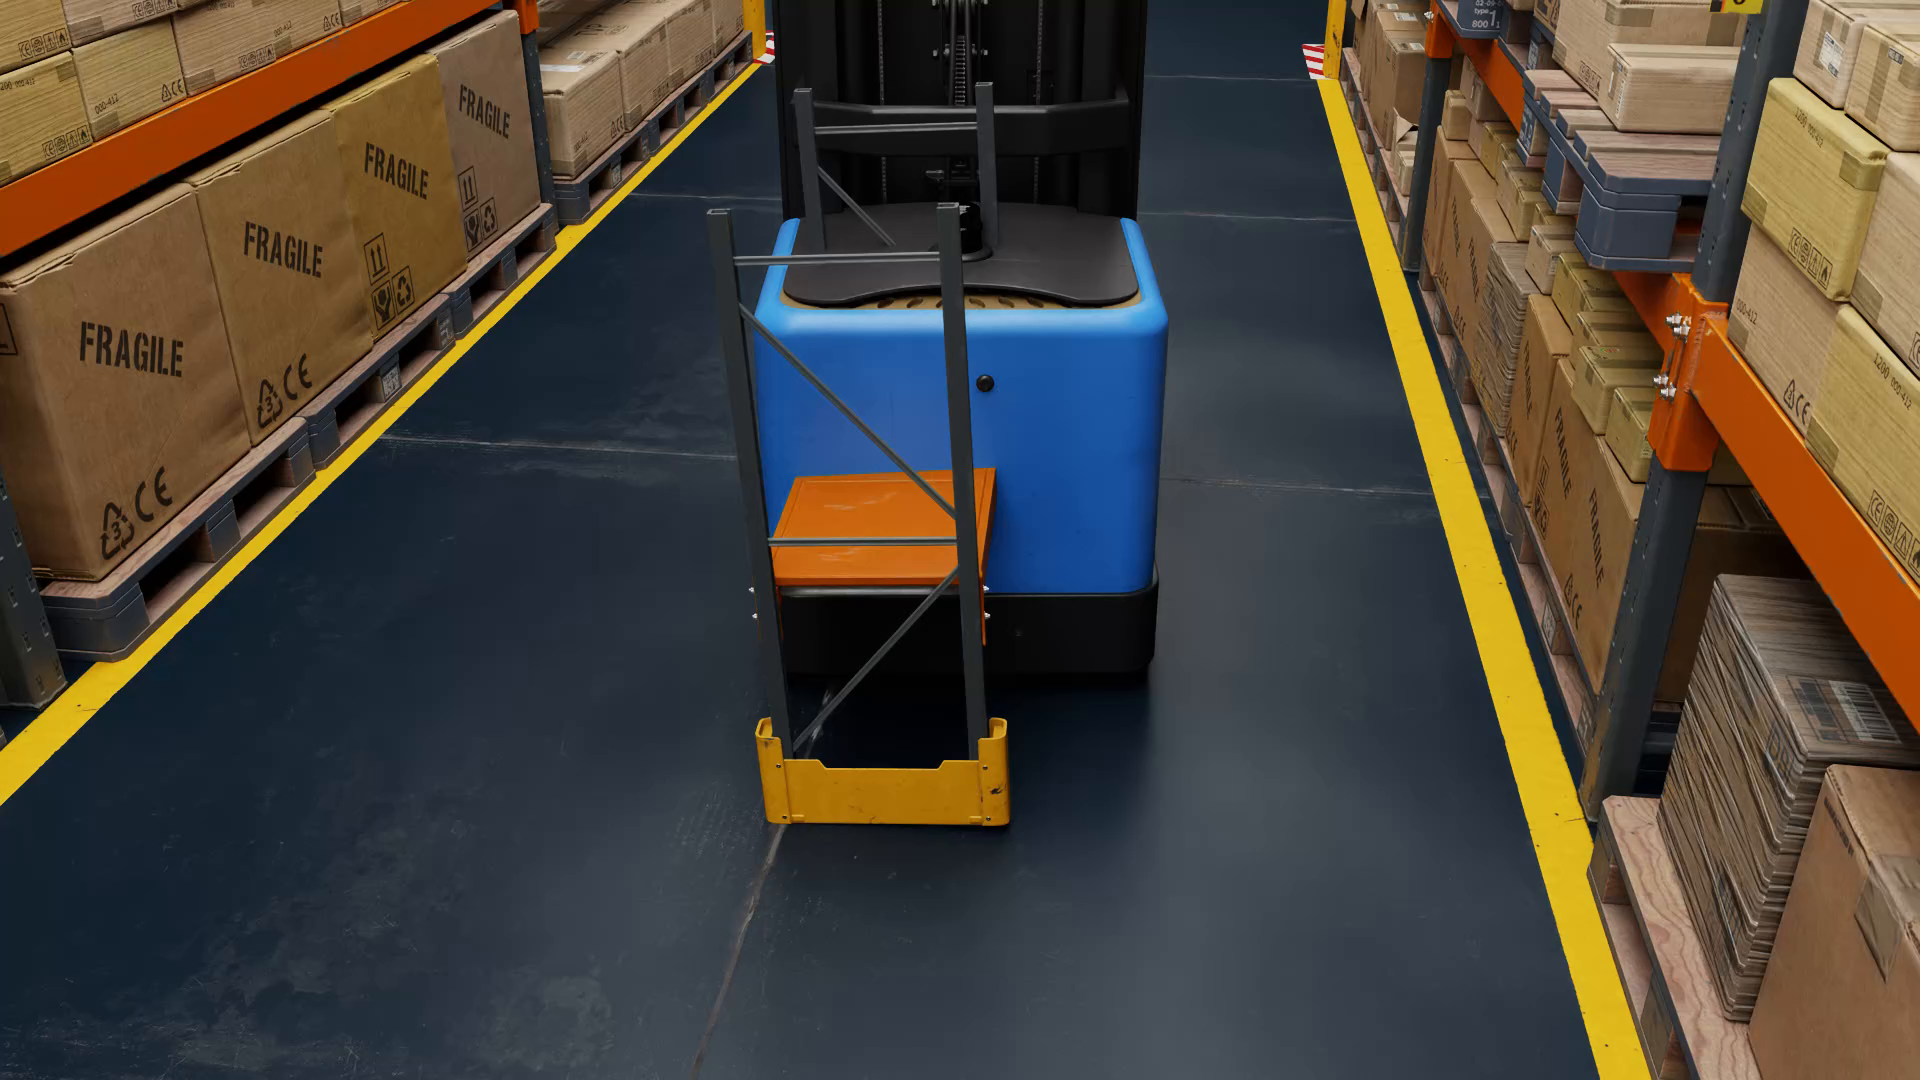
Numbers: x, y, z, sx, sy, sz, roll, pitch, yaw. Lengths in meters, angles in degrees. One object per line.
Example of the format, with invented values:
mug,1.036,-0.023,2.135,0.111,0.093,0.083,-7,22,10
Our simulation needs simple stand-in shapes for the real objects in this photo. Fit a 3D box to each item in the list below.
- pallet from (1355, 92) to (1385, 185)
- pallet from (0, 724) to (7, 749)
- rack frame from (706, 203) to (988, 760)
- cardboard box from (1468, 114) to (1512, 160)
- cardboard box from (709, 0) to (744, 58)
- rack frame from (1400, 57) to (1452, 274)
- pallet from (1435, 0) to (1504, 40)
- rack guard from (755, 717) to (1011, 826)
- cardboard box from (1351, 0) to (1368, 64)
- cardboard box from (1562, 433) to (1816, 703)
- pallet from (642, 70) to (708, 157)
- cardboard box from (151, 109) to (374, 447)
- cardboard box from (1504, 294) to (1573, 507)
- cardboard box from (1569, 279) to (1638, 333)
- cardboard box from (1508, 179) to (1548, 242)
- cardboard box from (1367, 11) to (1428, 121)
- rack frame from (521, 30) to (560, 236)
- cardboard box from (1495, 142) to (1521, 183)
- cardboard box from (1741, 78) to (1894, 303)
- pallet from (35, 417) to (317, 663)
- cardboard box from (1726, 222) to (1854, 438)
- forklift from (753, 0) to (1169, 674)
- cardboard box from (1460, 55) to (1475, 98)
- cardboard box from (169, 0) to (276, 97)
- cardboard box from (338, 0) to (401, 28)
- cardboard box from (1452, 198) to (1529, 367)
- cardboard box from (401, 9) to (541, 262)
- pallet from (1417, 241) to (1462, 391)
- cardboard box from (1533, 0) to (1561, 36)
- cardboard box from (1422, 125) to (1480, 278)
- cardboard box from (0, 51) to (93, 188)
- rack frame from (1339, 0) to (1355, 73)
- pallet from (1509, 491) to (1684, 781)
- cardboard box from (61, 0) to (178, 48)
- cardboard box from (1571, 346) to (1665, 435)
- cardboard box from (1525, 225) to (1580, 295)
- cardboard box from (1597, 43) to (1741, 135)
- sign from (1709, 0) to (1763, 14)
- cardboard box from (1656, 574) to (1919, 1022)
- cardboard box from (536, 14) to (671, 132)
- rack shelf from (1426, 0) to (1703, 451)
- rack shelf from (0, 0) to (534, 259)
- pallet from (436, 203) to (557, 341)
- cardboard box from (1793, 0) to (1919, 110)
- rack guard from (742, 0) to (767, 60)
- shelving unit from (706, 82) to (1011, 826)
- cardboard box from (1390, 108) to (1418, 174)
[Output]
pallet,2.728,-2.191,9.094,1.003,0.211,1.213,3,28,6
pallet,-3.018,0.672,3.779,1.003,0.211,1.213,3,28,6
rack frame,-0.212,0.007,3.628,0.500,1.500,0.032,0,28,6
cardboard box,2.231,-1.601,6.568,0.380,0.149,0.250,3,28,5
cardboard box,-1.922,-3.429,10.711,0.875,0.438,0.875,2,28,4
rack frame,2.496,-2.519,6.763,1.000,3.000,0.127,3,28,6
pallet,2.290,-2.065,6.123,1.003,0.211,1.213,3,28,6
rack guard,-0.178,0.548,3.940,0.587,0.250,0.087,0,28,6
cardboard box,2.817,-3.206,10.227,0.797,0.503,0.637,2,28,4
cardboard box,1.844,0.068,4.154,0.500,0.500,0.500,4,29,8
pallet,-2.113,-2.508,9.682,1.003,0.211,1.213,3,28,6
cardboard box,-2.641,-0.912,5.578,0.875,0.875,0.875,4,29,7
cardboard box,1.977,-0.414,5.048,0.500,0.500,0.500,5,29,8
cardboard box,1.971,-0.627,4.760,0.380,0.149,0.250,4,29,8
cardboard box,2.090,-1.118,5.671,0.380,0.149,0.250,4,29,8
cardboard box,2.510,-2.561,9.034,0.500,0.500,0.500,4,29,7
rack frame,-2.431,-2.806,7.296,1.000,3.000,0.127,3,28,6
cardboard box,2.190,-1.350,6.101,0.380,0.149,0.250,3,28,5
cardboard box,1.684,-0.597,2.827,0.500,0.250,0.500,3,28,6
pallet,-2.750,-0.062,5.143,1.003,0.211,1.213,3,28,6
cardboard box,1.709,-0.376,2.943,0.500,0.250,0.500,3,29,6
forklift,-0.002,-1.588,5.108,1.130,2.935,3.031,0,28,0
cardboard box,2.248,-1.863,6.741,0.380,0.149,0.250,3,28,5
cardboard box,-2.496,-1.562,5.145,0.500,0.250,0.500,4,29,8
cardboard box,-2.380,-2.038,6.028,0.500,0.250,0.500,3,28,5
cardboard box,2.092,-0.903,5.956,0.500,0.500,0.500,3,28,5
cardboard box,-2.428,-1.759,7.150,0.875,0.875,0.875,4,29,8
pallet,2.434,-0.906,6.710,1.003,0.211,1.213,3,28,6
cardboard box,2.022,-1.646,4.591,0.797,0.503,0.637,3,28,5
cardboard box,2.213,-1.389,6.858,0.500,0.500,0.500,5,29,8
cardboard box,-2.611,-1.073,4.237,0.500,0.250,0.500,3,28,5
rack frame,2.986,-4.402,10.258,1.000,3.000,0.127,3,28,6
pallet,2.135,0.242,4.578,1.003,0.211,1.213,3,28,6
cardboard box,-2.549,-1.545,4.585,0.500,0.250,0.500,4,29,7
cardboard box,1.818,-0.384,4.309,0.380,0.149,0.250,2,28,4
cardboard box,2.005,-0.876,5.222,0.380,0.149,0.250,2,28,4
cardboard box,1.705,-1.042,3.844,0.380,0.149,0.250,4,29,7
sign,1.466,-1.138,3.063,0.100,0.325,0.005,3,28,6
cardboard box,1.916,0.517,3.189,0.875,0.625,0.625,4,29,8
cardboard box,-2.138,-2.574,9.123,0.875,0.438,0.875,3,28,5
rack shelf,2.251,-1.261,5.187,1.077,0.370,4.000,3,28,6
rack shelf,-2.676,-1.548,5.719,1.077,0.370,4.000,3,28,6
pallet,-2.451,-1.211,7.275,1.003,0.211,1.213,3,28,6
cardboard box,1.674,-0.833,2.844,0.380,0.149,0.250,4,29,8
rack guard,-1.938,-3.600,11.404,1.175,0.500,0.348,3,28,6
shelving unit,-0.170,-0.238,4.082,0.587,1.500,1.083,0,28,6
cardboard box,2.316,-1.948,8.143,0.396,0.266,0.258,4,29,8
